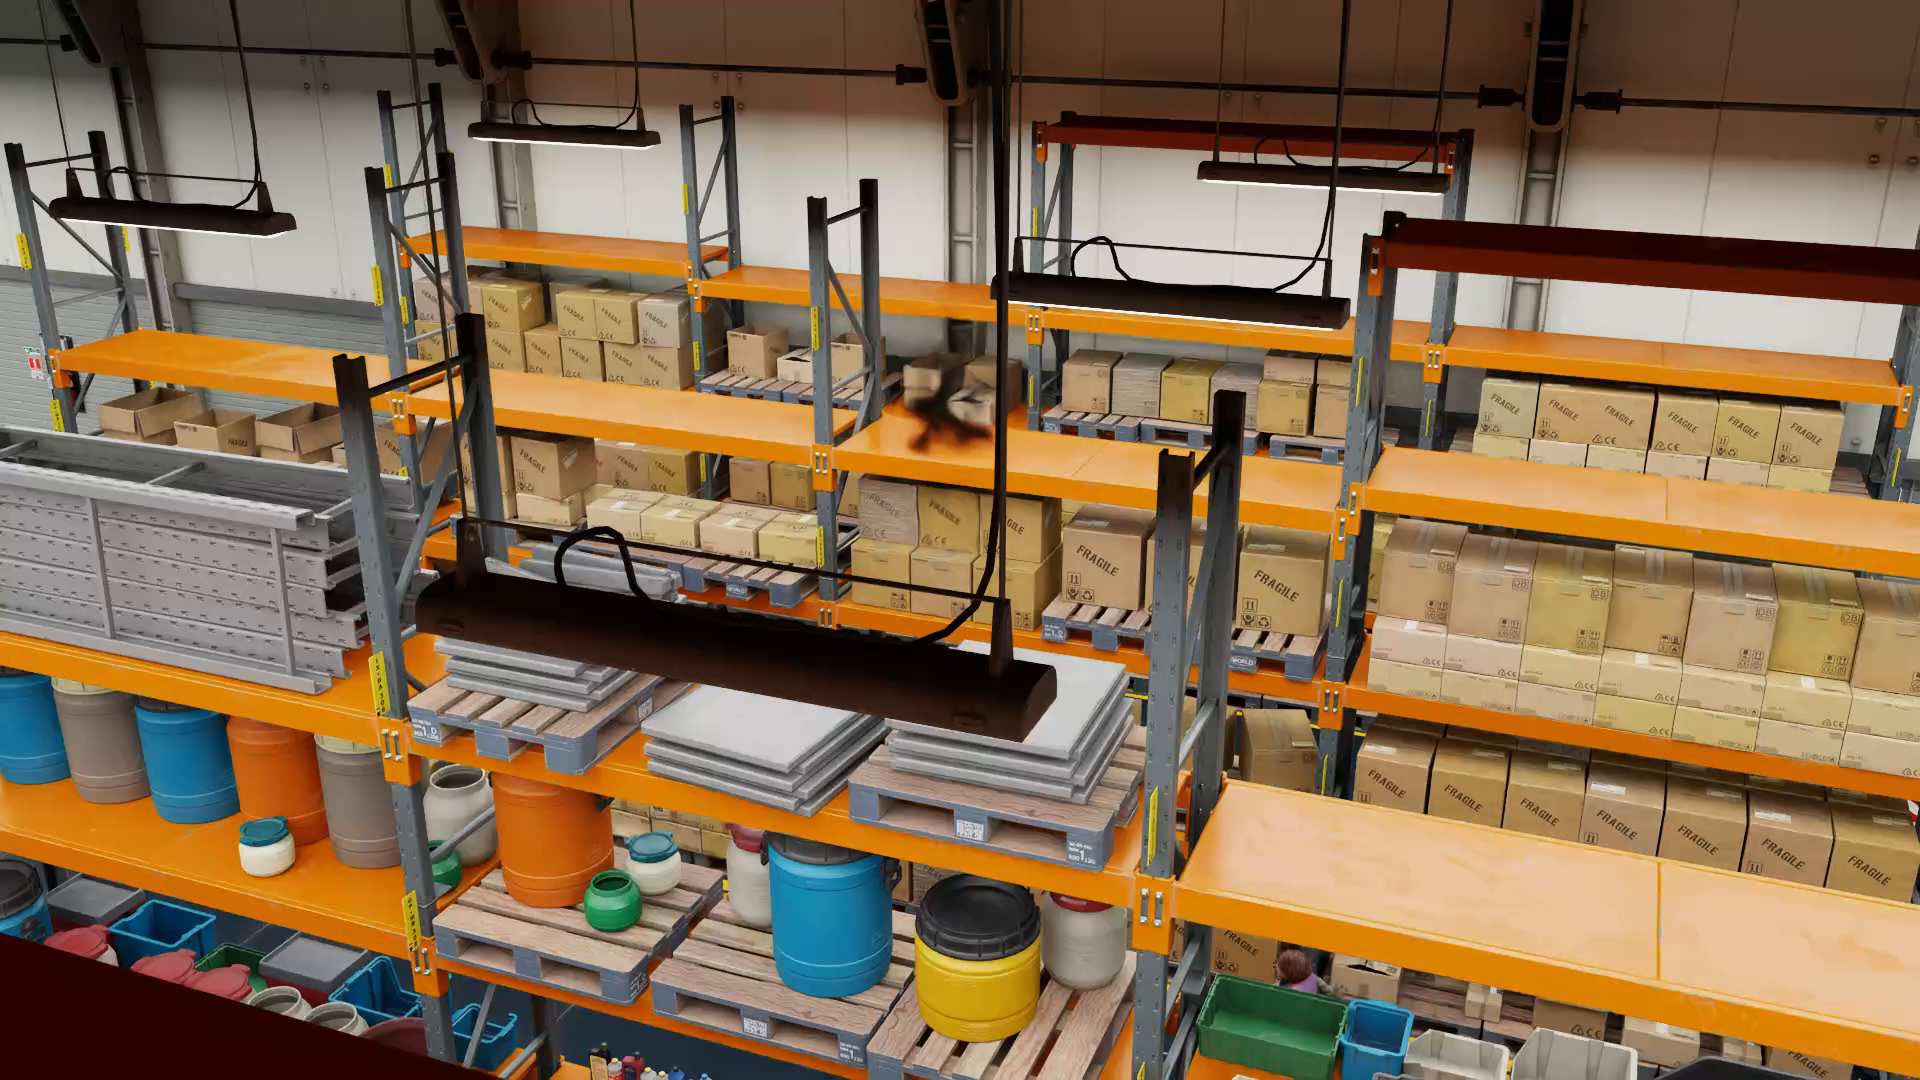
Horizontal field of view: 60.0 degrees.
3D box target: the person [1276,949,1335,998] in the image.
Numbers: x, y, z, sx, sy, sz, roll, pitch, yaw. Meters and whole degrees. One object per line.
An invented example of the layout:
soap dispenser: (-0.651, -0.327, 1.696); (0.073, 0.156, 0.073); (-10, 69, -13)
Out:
person: (2.296, 3.446, 11.114); (0.920, 1.591, 0.558); (7, 22, 18)
